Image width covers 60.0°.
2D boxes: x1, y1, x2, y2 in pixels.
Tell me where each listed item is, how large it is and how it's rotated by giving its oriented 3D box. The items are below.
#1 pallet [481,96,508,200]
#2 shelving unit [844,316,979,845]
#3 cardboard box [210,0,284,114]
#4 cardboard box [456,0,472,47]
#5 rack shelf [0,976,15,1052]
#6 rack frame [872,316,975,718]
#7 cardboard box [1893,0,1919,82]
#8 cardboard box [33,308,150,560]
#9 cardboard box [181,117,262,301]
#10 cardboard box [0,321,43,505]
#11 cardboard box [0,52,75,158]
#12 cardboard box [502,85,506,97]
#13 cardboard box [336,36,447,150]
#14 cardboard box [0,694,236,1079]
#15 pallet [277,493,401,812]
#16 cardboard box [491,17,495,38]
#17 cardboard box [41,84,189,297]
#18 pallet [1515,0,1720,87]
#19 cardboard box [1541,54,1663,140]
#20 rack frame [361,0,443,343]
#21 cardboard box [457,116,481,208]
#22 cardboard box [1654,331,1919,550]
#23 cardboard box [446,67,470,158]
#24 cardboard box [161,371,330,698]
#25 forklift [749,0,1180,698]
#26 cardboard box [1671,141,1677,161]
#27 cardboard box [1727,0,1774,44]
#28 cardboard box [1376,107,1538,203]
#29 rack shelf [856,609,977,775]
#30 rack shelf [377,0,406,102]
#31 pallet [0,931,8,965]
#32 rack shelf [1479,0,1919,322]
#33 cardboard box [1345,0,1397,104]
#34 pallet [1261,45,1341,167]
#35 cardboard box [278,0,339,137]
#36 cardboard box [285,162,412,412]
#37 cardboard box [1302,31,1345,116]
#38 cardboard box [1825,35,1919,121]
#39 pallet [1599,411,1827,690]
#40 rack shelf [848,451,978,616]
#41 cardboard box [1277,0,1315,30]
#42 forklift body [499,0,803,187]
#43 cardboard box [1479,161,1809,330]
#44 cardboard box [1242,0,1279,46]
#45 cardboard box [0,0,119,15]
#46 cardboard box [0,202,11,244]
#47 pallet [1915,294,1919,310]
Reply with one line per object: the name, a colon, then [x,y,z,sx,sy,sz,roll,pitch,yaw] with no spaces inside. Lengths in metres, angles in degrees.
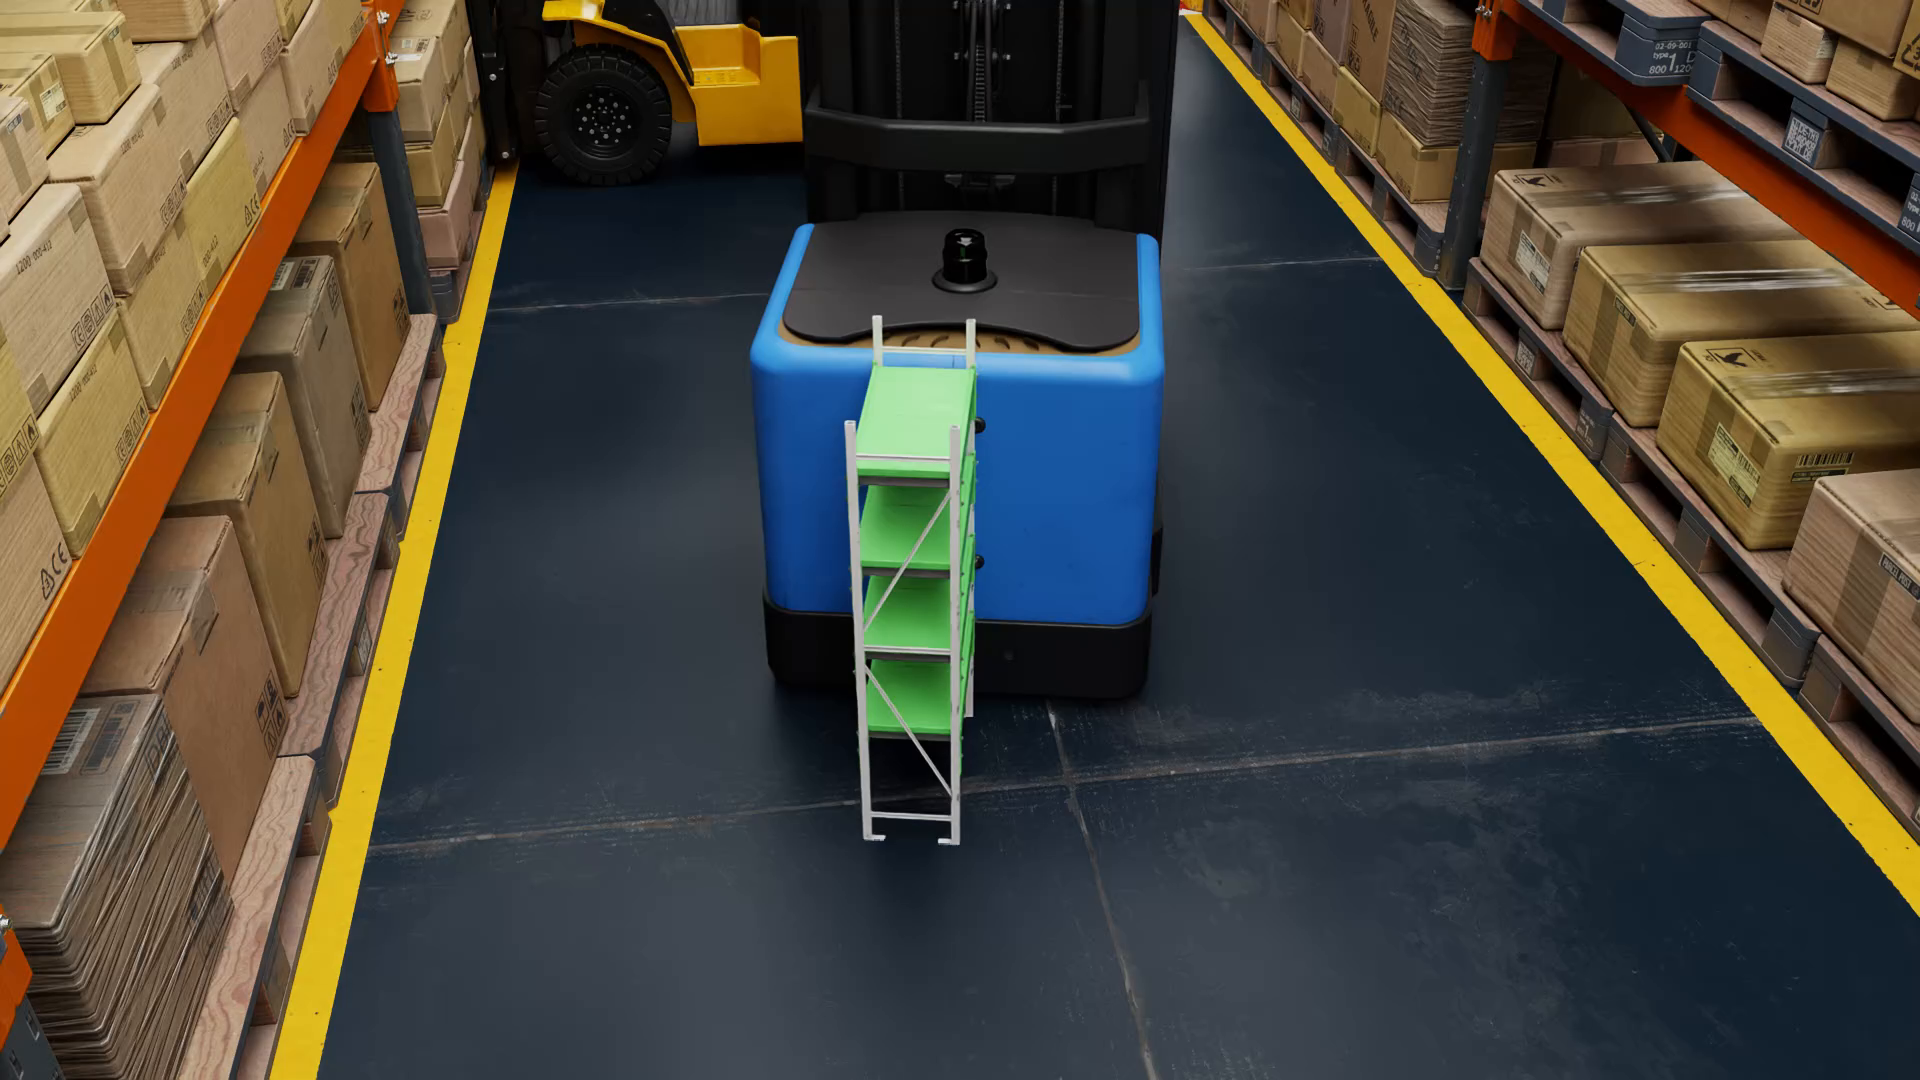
pallet: [-2.700,-1.908,7.862,1.003,0.211,1.213,-4,35,-6]
shelving unit: [-0.102,0.118,4.012,0.258,1.200,0.503,2,34,4]
cardboard box: [-2.009,-1.249,4.108,0.500,0.250,0.500,-4,34,-5]
cardboard box: [-2.359,-2.238,7.051,0.500,0.250,0.500,-3,34,-5]
rack shelf: [-1.661,1.714,0.710,1.077,0.370,4.000,-4,35,-6]
rack frame: [-0.084,-0.019,4.213,0.240,1.200,0.015,2,34,4]
cardboard box: [2.502,-1.217,3.646,0.500,0.500,0.500,-7,35,-10]
cardboard box: [-1.810,-0.184,2.990,0.500,0.250,0.500,-5,35,-7]
cardboard box: [-1.954,-0.761,3.836,0.500,0.250,0.500,-3,34,-5]
cardboard box: [-1.722,-0.112,2.439,0.500,0.250,0.500,-4,35,-6]
cardboard box: [-1.889,-0.782,3.069,0.380,0.149,0.250,-4,34,-6]
cardboard box: [-2.421,-2.116,7.760,0.500,0.250,0.500,-3,34,-5]
cardboard box: [-2.222,-1.675,6.225,0.500,0.250,0.500,-5,35,-7]
cardboard box: [-2.000,0.760,3.207,0.875,0.625,0.625,-3,34,-5]
pallet: [-2.162,0.312,4.605,1.003,0.211,1.213,-4,35,-6]
cardboard box: [-2.420,-2.312,7.605,0.500,0.250,0.500,-4,35,-7]
cardboard box: [-1.866,-0.683,3.277,0.500,0.250,0.500,-5,35,-8]
pallet: [2.409,-1.792,5.387,1.003,0.211,1.213,-4,35,-6]
cardboard box: [2.639,-2.006,6.933,0.500,0.500,0.500,-3,34,-4]
rack frame: [-2.468,-1.931,5.420,1.000,3.000,0.127,-4,35,-6]
cardboard box: [-2.288,-1.546,6.923,0.500,0.250,0.500,-5,35,-7]
cardboard box: [2.719,-0.315,5.010,0.950,0.372,0.625,-3,34,-5]
cardboard box: [-2.296,-1.749,6.778,0.500,0.250,0.500,-5,35,-7]
cardboard box: [-2.186,0.020,4.293,0.875,0.625,0.625,-6,35,-8]
forklift: [0.096,-1.591,4.982,1.130,2.935,3.031,2,34,4]
cardboard box: [3.655,-1.978,7.707,0.500,0.500,0.500,20,39,26]
cardboard box: [2.375,-1.469,4.593,0.380,0.149,0.250,-4,34,-6]
cardboard box: [2.105,-1.656,7.085,0.500,0.250,0.500,-3,34,-4]
rack shelf: [-0.102,0.369,4.183,0.258,0.148,0.480,2,34,4]
rack shelf: [-2.737,-2.750,7.260,1.077,0.370,4.000,-4,35,-6]
pallet: [-1.769,0.753,1.651,1.213,0.211,1.003,-4,35,-6]
rack shelf: [2.719,-0.896,4.540,1.077,0.370,4.000,-4,35,-6]
cardboard box: [2.035,-2.250,7.291,0.500,0.500,0.500,-4,34,-6]
pallet: [2.158,-2.211,8.307,1.003,0.211,1.213,-4,35,-6]
cardboard box: [-2.067,-1.328,4.668,0.500,0.250,0.500,-5,35,-7]
cardboard box: [-2.386,-0.833,5.545,0.875,0.625,0.625,-3,34,-4]
cardboard box: [1.959,-2.236,7.937,0.500,0.250,0.500,-4,34,-6]
cardboard box: [2.424,-1.170,4.154,0.380,0.149,0.250,-5,35,-8]
pallet: [2.724,-0.040,5.121,1.003,0.211,1.213,-4,35,-6]
rack shelf: [-0.102,-0.028,3.913,0.258,0.148,0.480,2,34,4]
cardboard box: [1.885,-2.832,8.145,0.500,0.500,0.500,-4,34,-5]
forklift body: [-0.943,-2.892,7.584,2.313,2.155,1.214,-4,35,-6]
cardboard box: [2.524,-1.104,6.167,0.950,0.372,0.625,-4,34,-6]
cardboard box: [1.808,-2.822,8.796,0.500,0.250,0.500,-3,34,-5]
cardboard box: [-1.995,-1.066,3.485,0.380,0.149,0.250,-4,35,-6]
cardboard box: [-1.778,-0.499,2.654,0.380,0.149,0.250,-3,34,-5]
pallet: [2.787,-0.387,3.325,1.213,0.211,1.003,-4,35,-6]
